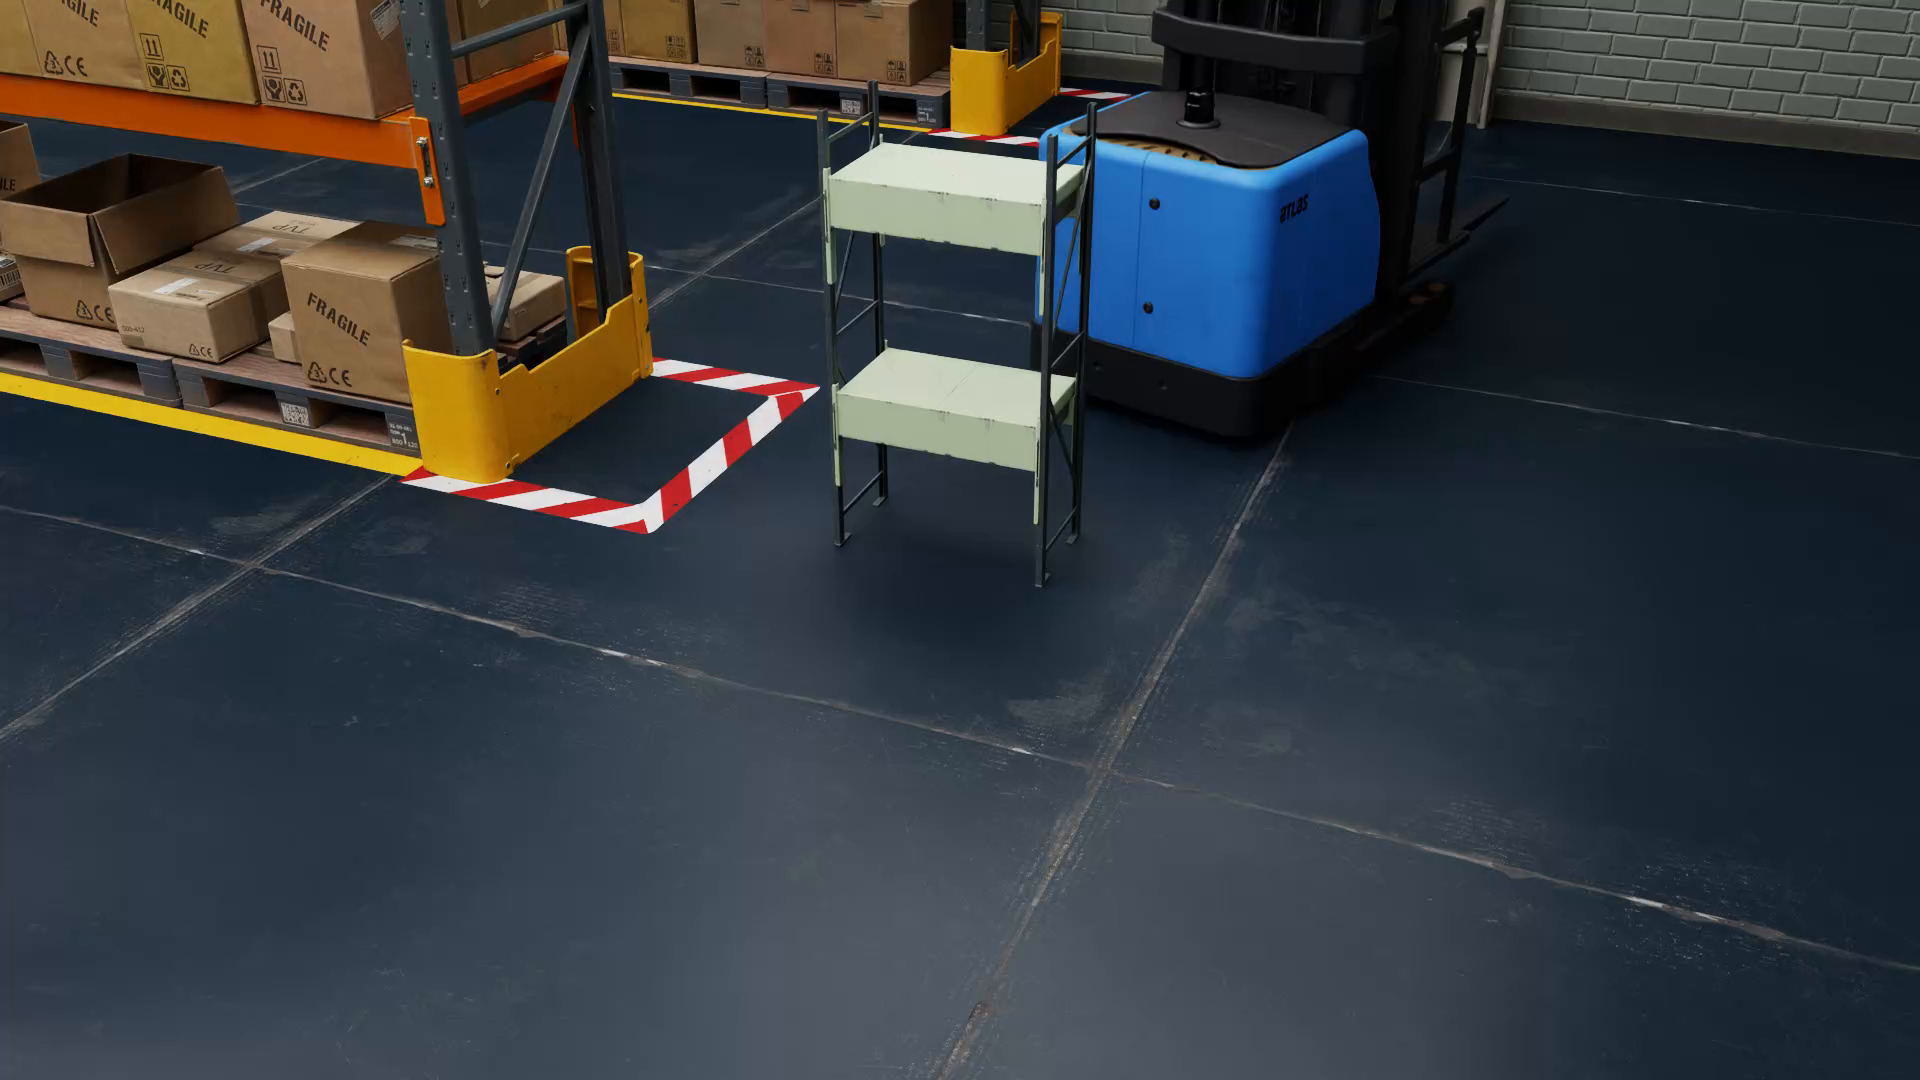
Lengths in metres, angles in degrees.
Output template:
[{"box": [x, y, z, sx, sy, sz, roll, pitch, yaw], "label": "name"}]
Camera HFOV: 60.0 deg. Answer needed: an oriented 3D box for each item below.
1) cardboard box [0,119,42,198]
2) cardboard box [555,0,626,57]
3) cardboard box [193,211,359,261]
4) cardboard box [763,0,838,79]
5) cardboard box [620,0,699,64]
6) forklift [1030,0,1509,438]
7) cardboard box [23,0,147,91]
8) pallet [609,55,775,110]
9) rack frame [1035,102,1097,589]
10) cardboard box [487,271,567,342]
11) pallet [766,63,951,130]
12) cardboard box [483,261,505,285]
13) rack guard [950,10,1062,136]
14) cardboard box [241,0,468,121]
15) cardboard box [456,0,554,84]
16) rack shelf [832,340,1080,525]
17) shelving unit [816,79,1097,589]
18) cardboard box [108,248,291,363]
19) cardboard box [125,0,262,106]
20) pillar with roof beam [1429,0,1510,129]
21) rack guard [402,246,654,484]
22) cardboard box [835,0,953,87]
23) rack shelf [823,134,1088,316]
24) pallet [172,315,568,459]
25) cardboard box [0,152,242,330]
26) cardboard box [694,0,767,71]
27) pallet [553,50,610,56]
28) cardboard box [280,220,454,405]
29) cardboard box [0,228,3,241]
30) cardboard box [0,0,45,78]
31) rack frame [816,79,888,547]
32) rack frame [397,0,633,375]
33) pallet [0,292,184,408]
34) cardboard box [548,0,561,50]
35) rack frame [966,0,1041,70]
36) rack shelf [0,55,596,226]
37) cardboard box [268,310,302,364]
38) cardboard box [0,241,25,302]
[{"box": [-4.652, -1.653, 7.720, 0.500, 0.500, 0.500, 11, 31, 19], "label": "cardboard box"}, {"box": [-2.309, -3.601, 11.185, 0.500, 0.500, 0.700, 11, 31, 19], "label": "cardboard box"}, {"box": [-2.904, -1.196, 7.164, 0.500, 0.250, 0.500, 11, 31, 19], "label": "cardboard box"}, {"box": [-0.871, -3.317, 10.683, 0.500, 0.500, 0.700, 11, 31, 19], "label": "cardboard box"}, {"box": [-1.834, -3.505, 11.015, 0.500, 0.500, 0.700, 12, 32, 20], "label": "cardboard box"}, {"box": [1.580, -2.326, 6.887, 1.130, 2.935, 3.031, 21, 35, 32], "label": "forklift"}, {"box": [-3.040, -1.978, 6.099, 0.500, 0.500, 0.500, 12, 31, 20], "label": "cardboard box"}, {"box": [-1.618, -3.170, 11.144, 1.213, 0.211, 1.003, 11, 31, 19], "label": "pallet"}, {"box": [0.333, -0.586, 5.263, 0.023, 1.500, 0.400, 11, 31, 19], "label": "rack frame"}, {"box": [-1.839, -0.971, 6.869, 0.250, 0.149, 0.380, 11, 31, 19], "label": "cardboard box"}, {"box": [-0.491, -2.944, 10.744, 1.213, 0.211, 1.003, 11, 31, 19], "label": "pallet"}, {"box": [-2.070, -1.025, 6.947, 0.250, 0.166, 0.380, 11, 31, 19], "label": "cardboard box"}, {"box": [0.301, -2.953, 10.466, 0.348, 0.500, 1.175, 11, 31, 19], "label": "rack guard"}, {"box": [-2.097, -1.788, 5.764, 0.500, 0.500, 0.500, 12, 32, 21], "label": "cardboard box"}, {"box": [-1.892, -2.032, 6.195, 0.500, 0.500, 0.500, 12, 32, 20], "label": "cardboard box"}, {"box": [-0.006, -0.370, 5.544, 0.720, 0.370, 0.431, 11, 31, 19], "label": "rack shelf"}, {"box": [-0.006, -0.654, 5.383, 0.755, 1.500, 0.431, 11, 31, 19], "label": "shelving unit"}, {"box": [-3.045, -0.958, 6.744, 0.500, 0.250, 0.500, 11, 31, 19], "label": "cardboard box"}, {"box": [-2.579, -1.883, 5.931, 0.500, 0.500, 0.500, 12, 31, 20], "label": "cardboard box"}, {"box": [1.488, -4.589, 4.724, 0.400, 9.000, 9.100, 11, 31, 19], "label": "pillar with roof beam"}, {"box": [-1.650, -0.712, 6.502, 0.348, 0.500, 1.175, 11, 31, 19], "label": "rack guard"}, {"box": [-0.407, -3.224, 10.519, 0.500, 0.500, 0.700, 11, 31, 19], "label": "cardboard box"}, {"box": [-0.006, -0.994, 5.191, 0.720, 0.370, 0.431, 11, 31, 19], "label": "rack shelf"}, {"box": [-2.390, -0.733, 6.833, 1.213, 0.211, 1.003, 11, 31, 19], "label": "pallet"}, {"box": [-3.544, -1.286, 7.066, 0.637, 0.503, 0.797, 11, 31, 19], "label": "cardboard box"}, {"box": [-1.337, -3.409, 10.847, 0.500, 0.500, 0.700, 10, 31, 17], "label": "cardboard box"}, {"box": [-2.752, -3.395, 11.542, 1.213, 0.211, 1.003, 11, 31, 19], "label": "pallet"}, {"box": [-2.176, -0.878, 6.348, 0.500, 0.500, 0.500, 11, 31, 19], "label": "cardboard box"}, {"box": [-3.957, -1.432, 7.521, 0.500, 0.311, 0.500, 11, 31, 19], "label": "cardboard box"}, {"box": [-3.507, -2.071, 6.264, 0.500, 0.500, 0.500, 11, 31, 18], "label": "cardboard box"}, {"box": [-0.345, -0.722, 5.503, 0.023, 1.500, 0.400, 11, 31, 19], "label": "rack frame"}, {"box": [-1.580, -1.786, 5.862, 0.127, 3.000, 1.000, 11, 31, 19], "label": "rack frame"}, {"box": [-3.516, -0.960, 7.233, 1.213, 0.211, 1.003, 11, 31, 19], "label": "pallet"}, {"box": [-2.773, -3.695, 11.352, 0.500, 0.500, 0.700, 12, 32, 20], "label": "cardboard box"}, {"box": [0.279, -4.045, 9.859, 0.127, 3.000, 1.000, 11, 31, 19], "label": "rack frame"}, {"box": [-3.433, -1.843, 6.693, 4.000, 0.370, 1.077, 11, 31, 19], "label": "rack shelf"}, {"box": [-2.518, -0.848, 6.635, 0.250, 0.166, 0.380, 11, 31, 19], "label": "cardboard box"}, {"box": [-4.174, -1.152, 7.173, 0.250, 0.166, 0.380, 11, 31, 19], "label": "cardboard box"}]
